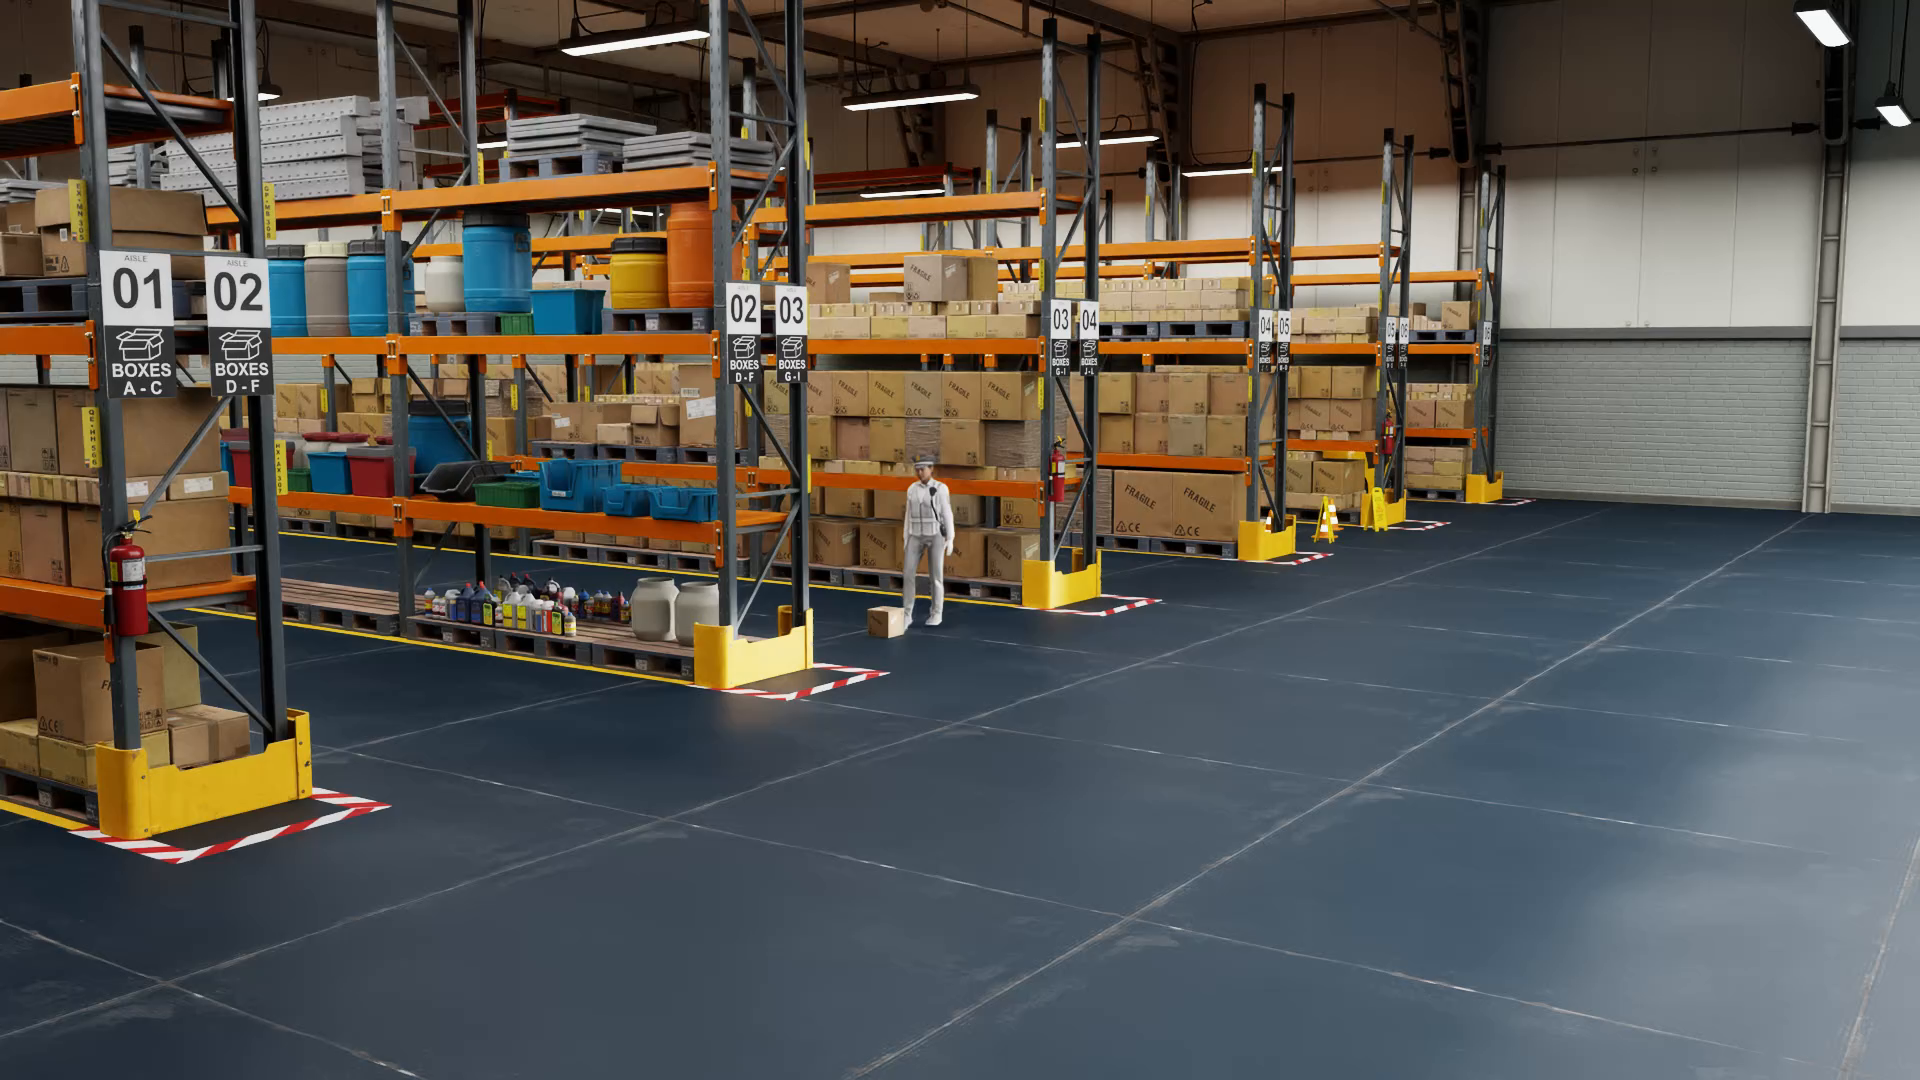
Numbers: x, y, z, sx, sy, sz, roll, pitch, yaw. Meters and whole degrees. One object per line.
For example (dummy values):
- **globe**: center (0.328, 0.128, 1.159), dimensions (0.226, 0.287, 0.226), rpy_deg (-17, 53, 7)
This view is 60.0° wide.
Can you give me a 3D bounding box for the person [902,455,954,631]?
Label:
- **person**: center (-0.347, 0.023, 16.075), dimensions (0.513, 1.692, 0.570), rpy_deg (2, 7, 20)
